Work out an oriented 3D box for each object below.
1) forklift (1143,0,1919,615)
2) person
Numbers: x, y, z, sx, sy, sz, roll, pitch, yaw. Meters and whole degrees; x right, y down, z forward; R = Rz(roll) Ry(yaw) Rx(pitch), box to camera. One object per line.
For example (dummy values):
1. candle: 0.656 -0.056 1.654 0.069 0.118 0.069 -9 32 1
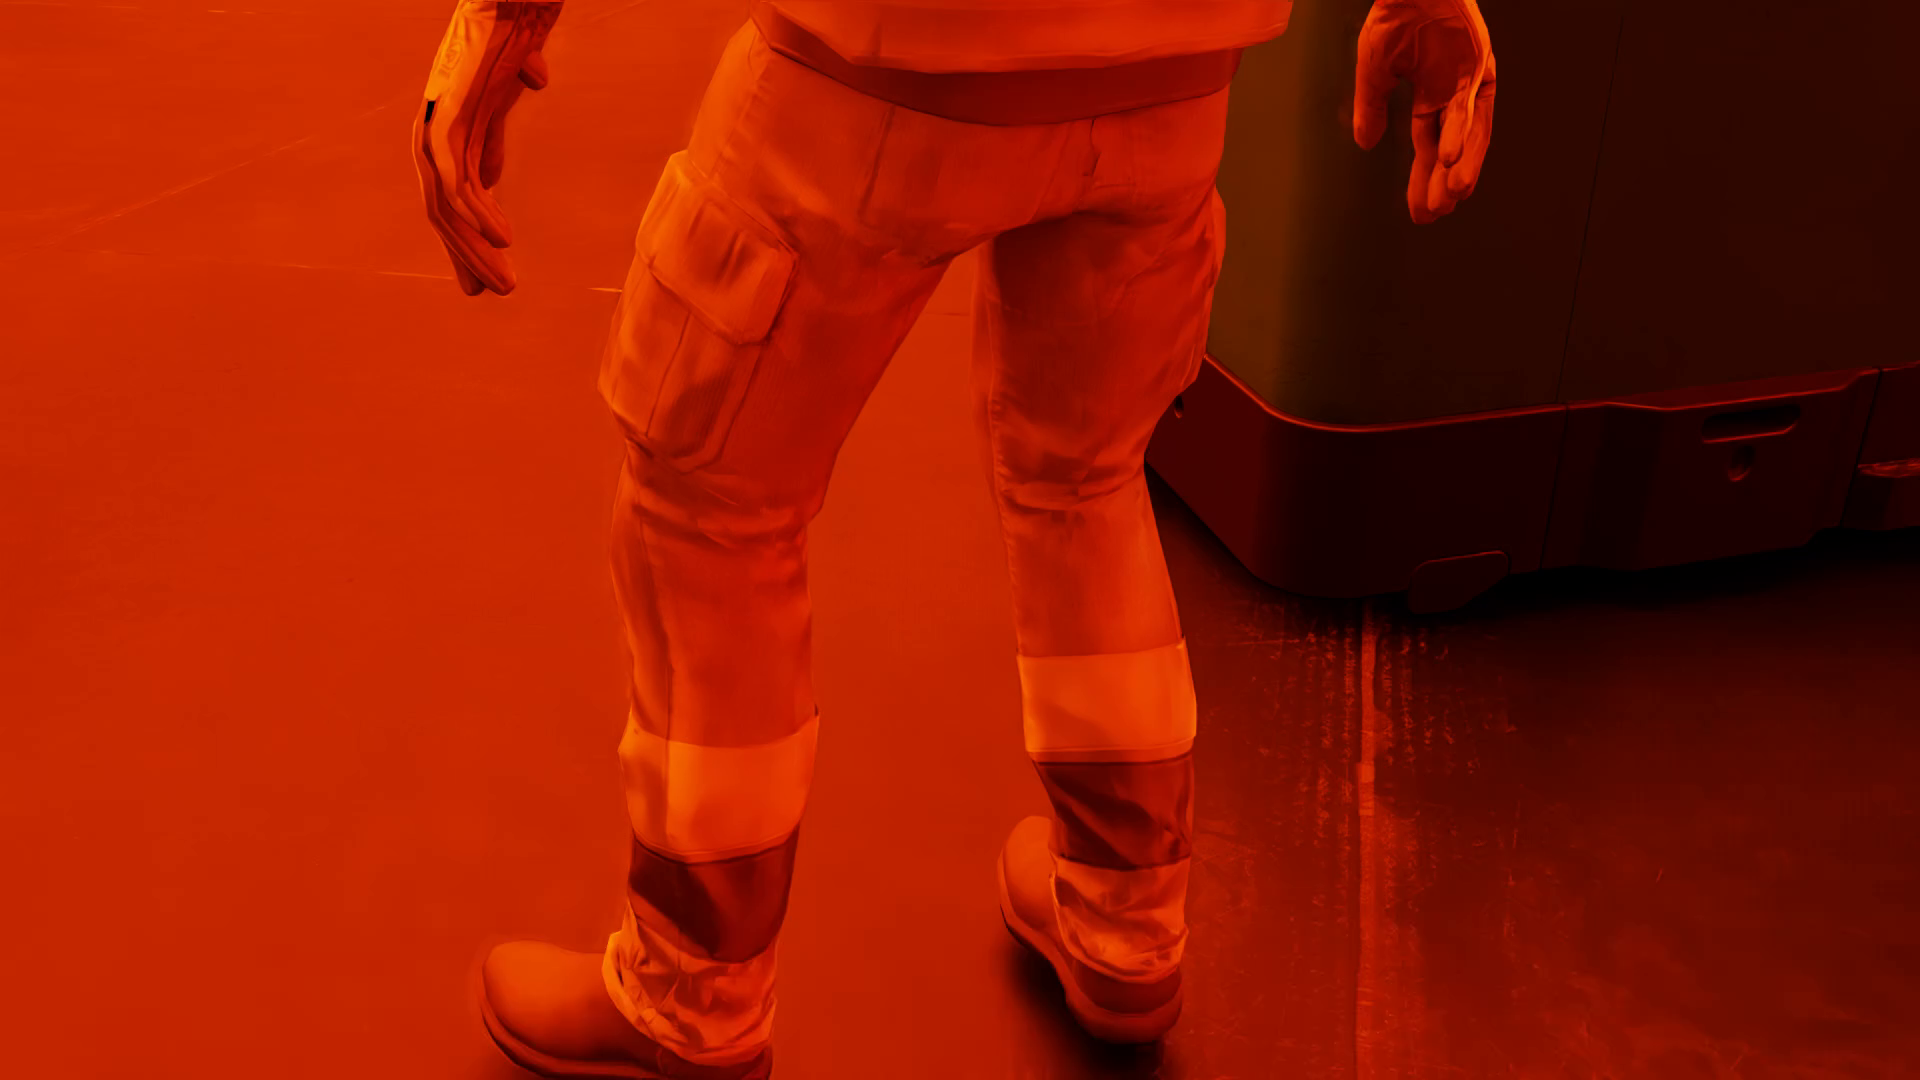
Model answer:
1. forklift: 1.735 -1.569 2.357 3.031 2.935 1.130 -7 28 -14
2. person: -0.011 -0.379 1.223 0.849 1.749 0.429 -14 30 -25
